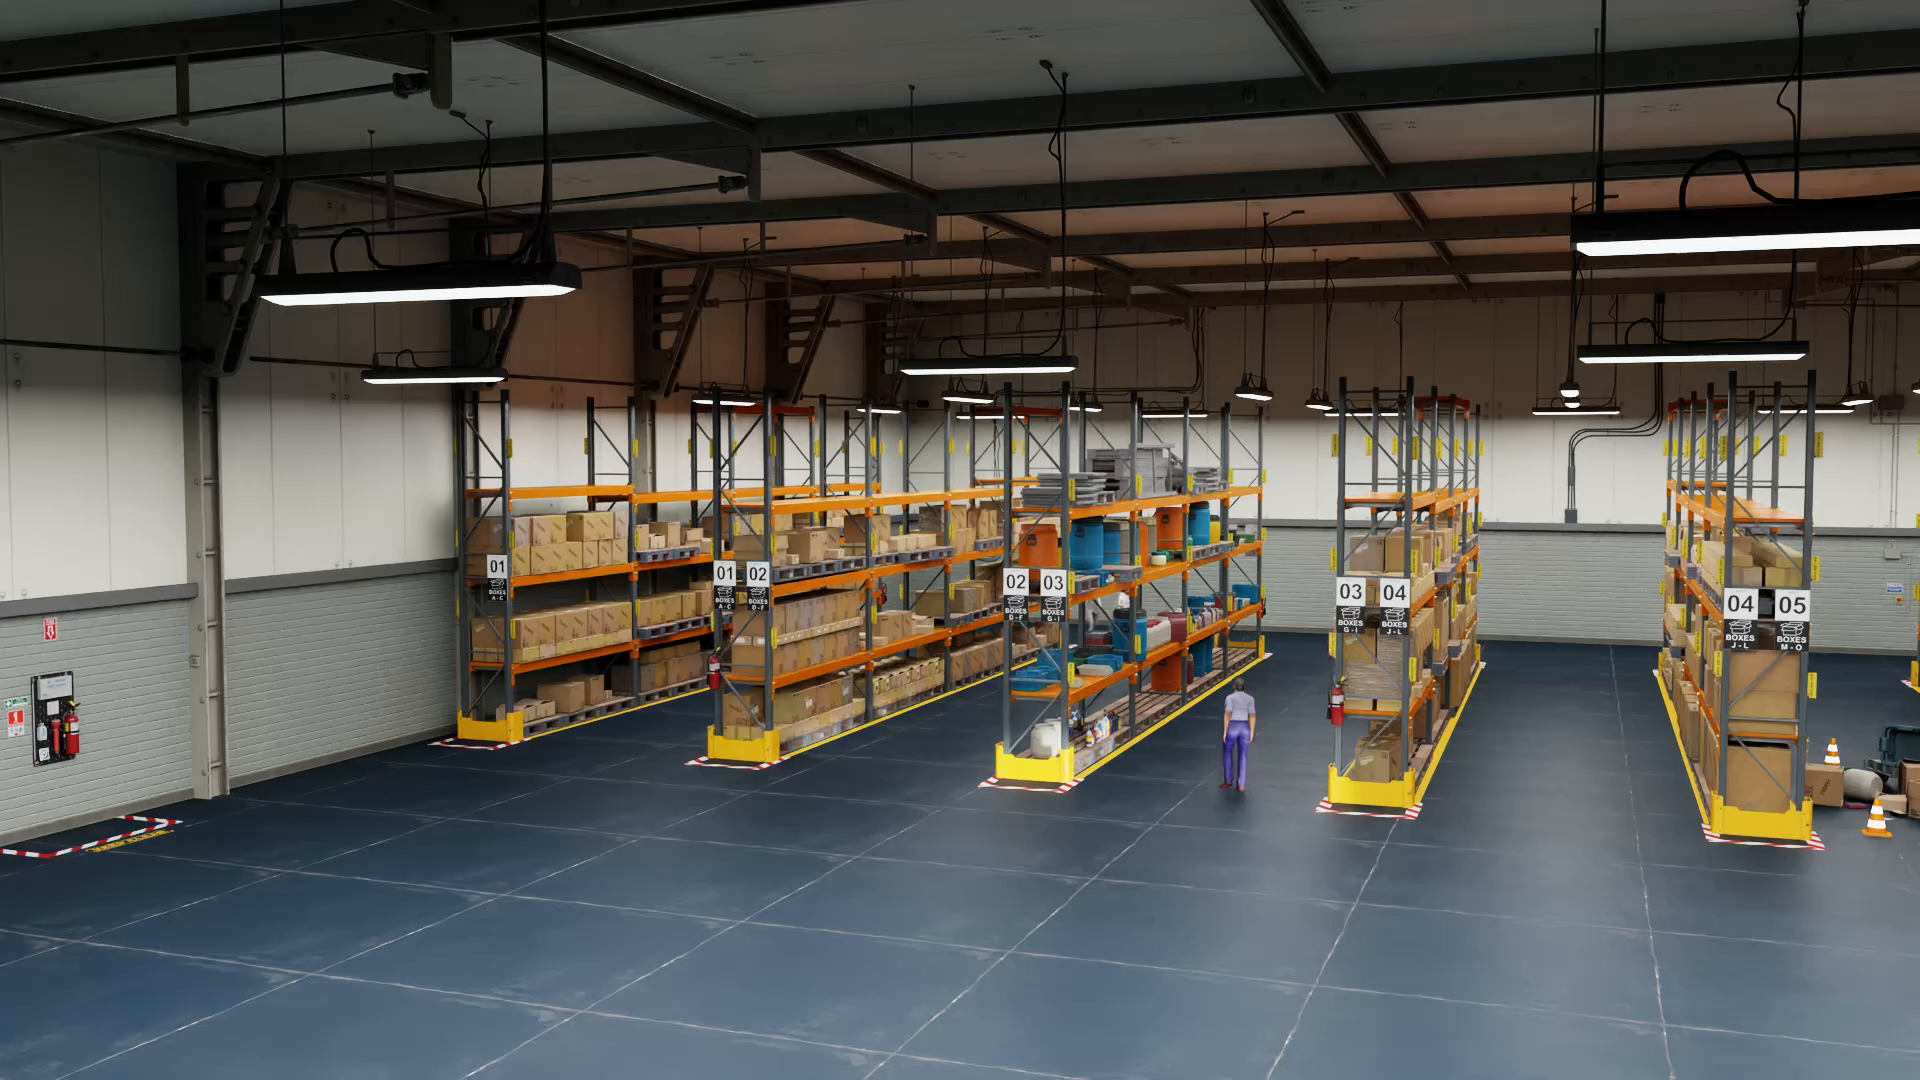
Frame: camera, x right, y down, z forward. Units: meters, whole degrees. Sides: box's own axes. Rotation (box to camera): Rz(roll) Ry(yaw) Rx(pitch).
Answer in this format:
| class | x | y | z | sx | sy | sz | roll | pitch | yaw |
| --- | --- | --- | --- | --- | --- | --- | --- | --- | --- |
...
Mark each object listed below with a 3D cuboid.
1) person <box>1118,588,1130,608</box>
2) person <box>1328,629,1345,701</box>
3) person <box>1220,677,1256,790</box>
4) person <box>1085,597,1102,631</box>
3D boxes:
| class | x | y | z | sx | sy | sz | roll | pitch | yaw |
| --- | --- | --- | --- | --- | --- | --- | --- | --- | --- |
| person | 4.032 | 1.940 | 40.890 | 0.441 | 1.716 | 0.542 | 0 | 3 | 7 |
| person | 7.640 | 2.349 | 33.023 | 0.643 | 1.677 | 0.780 | 1 | 3 | 11 |
| person | 4.086 | 2.873 | 24.374 | 0.506 | 1.674 | 0.571 | 0 | 3 | 3 |
| person | 3.434 | 1.842 | 42.985 | 0.418 | 1.530 | 1.022 | -1 | 3 | -11 |
